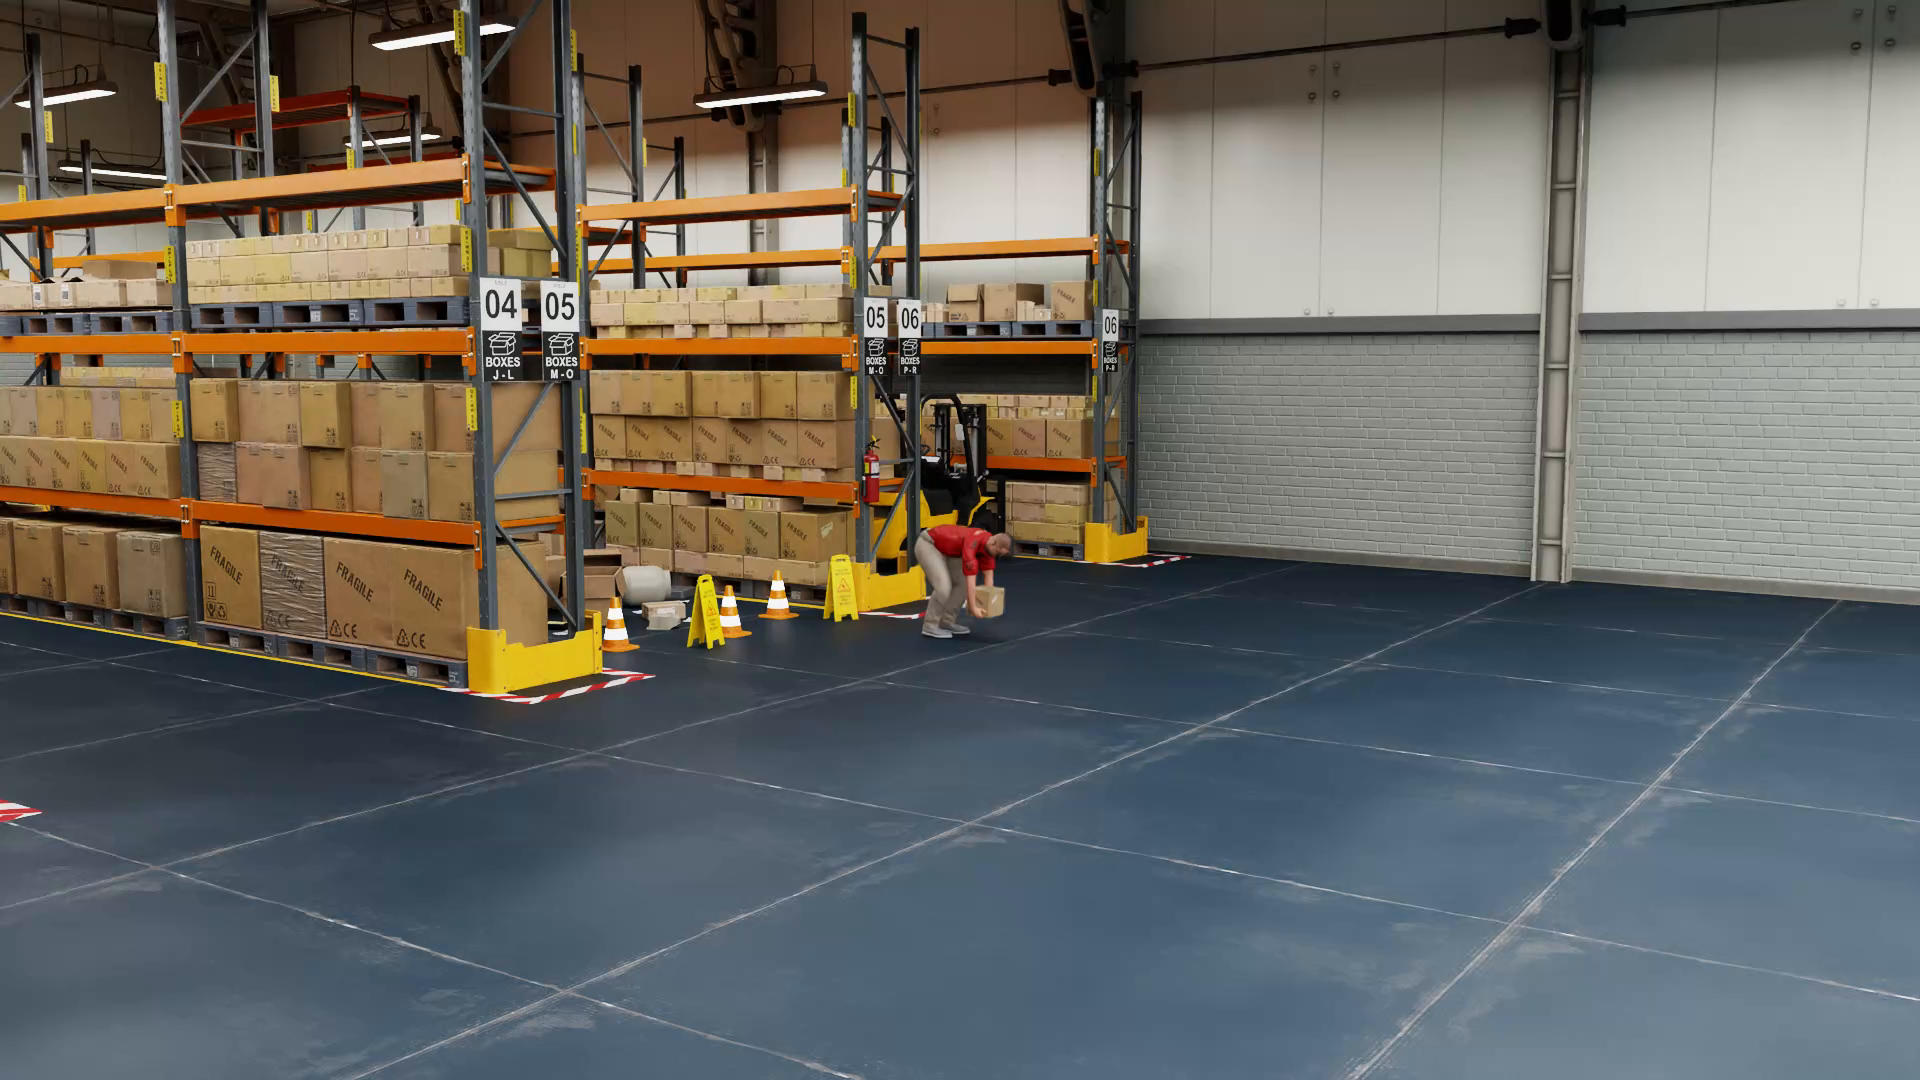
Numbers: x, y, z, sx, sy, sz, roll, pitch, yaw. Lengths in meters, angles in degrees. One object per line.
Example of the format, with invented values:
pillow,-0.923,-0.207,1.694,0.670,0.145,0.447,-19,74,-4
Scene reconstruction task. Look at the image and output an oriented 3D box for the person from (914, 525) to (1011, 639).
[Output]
person,0.044,0.387,15.453,0.963,1.049,0.508,4,7,31
